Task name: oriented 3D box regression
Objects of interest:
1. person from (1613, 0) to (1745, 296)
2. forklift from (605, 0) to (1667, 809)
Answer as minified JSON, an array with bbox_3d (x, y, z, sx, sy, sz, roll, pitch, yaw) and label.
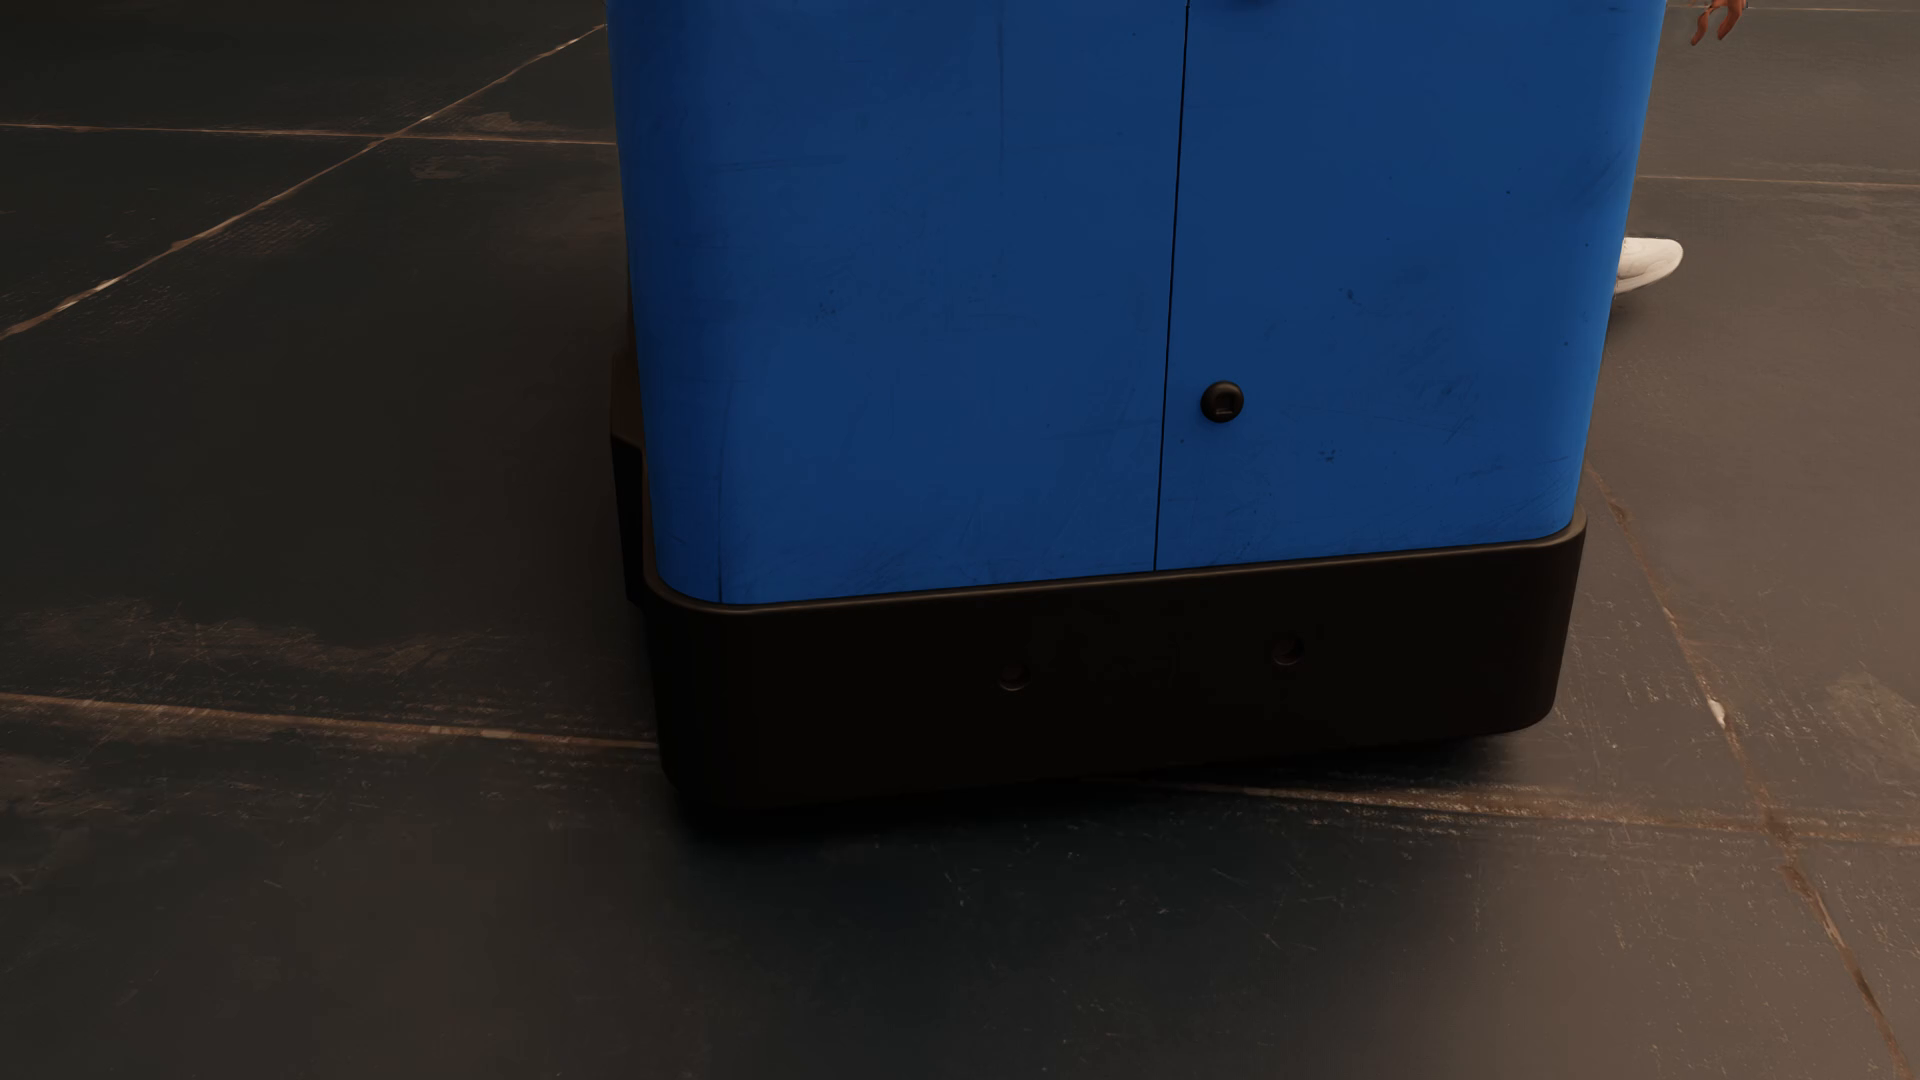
[{"bbox_3d":[0.811,-1.169,3.168,1.230,1.519,0.788,17,31,30],"label":"person"},{"bbox_3d":[-0.057,-1.659,2.543,1.130,2.935,3.031,-4,27,-9],"label":"forklift"}]
